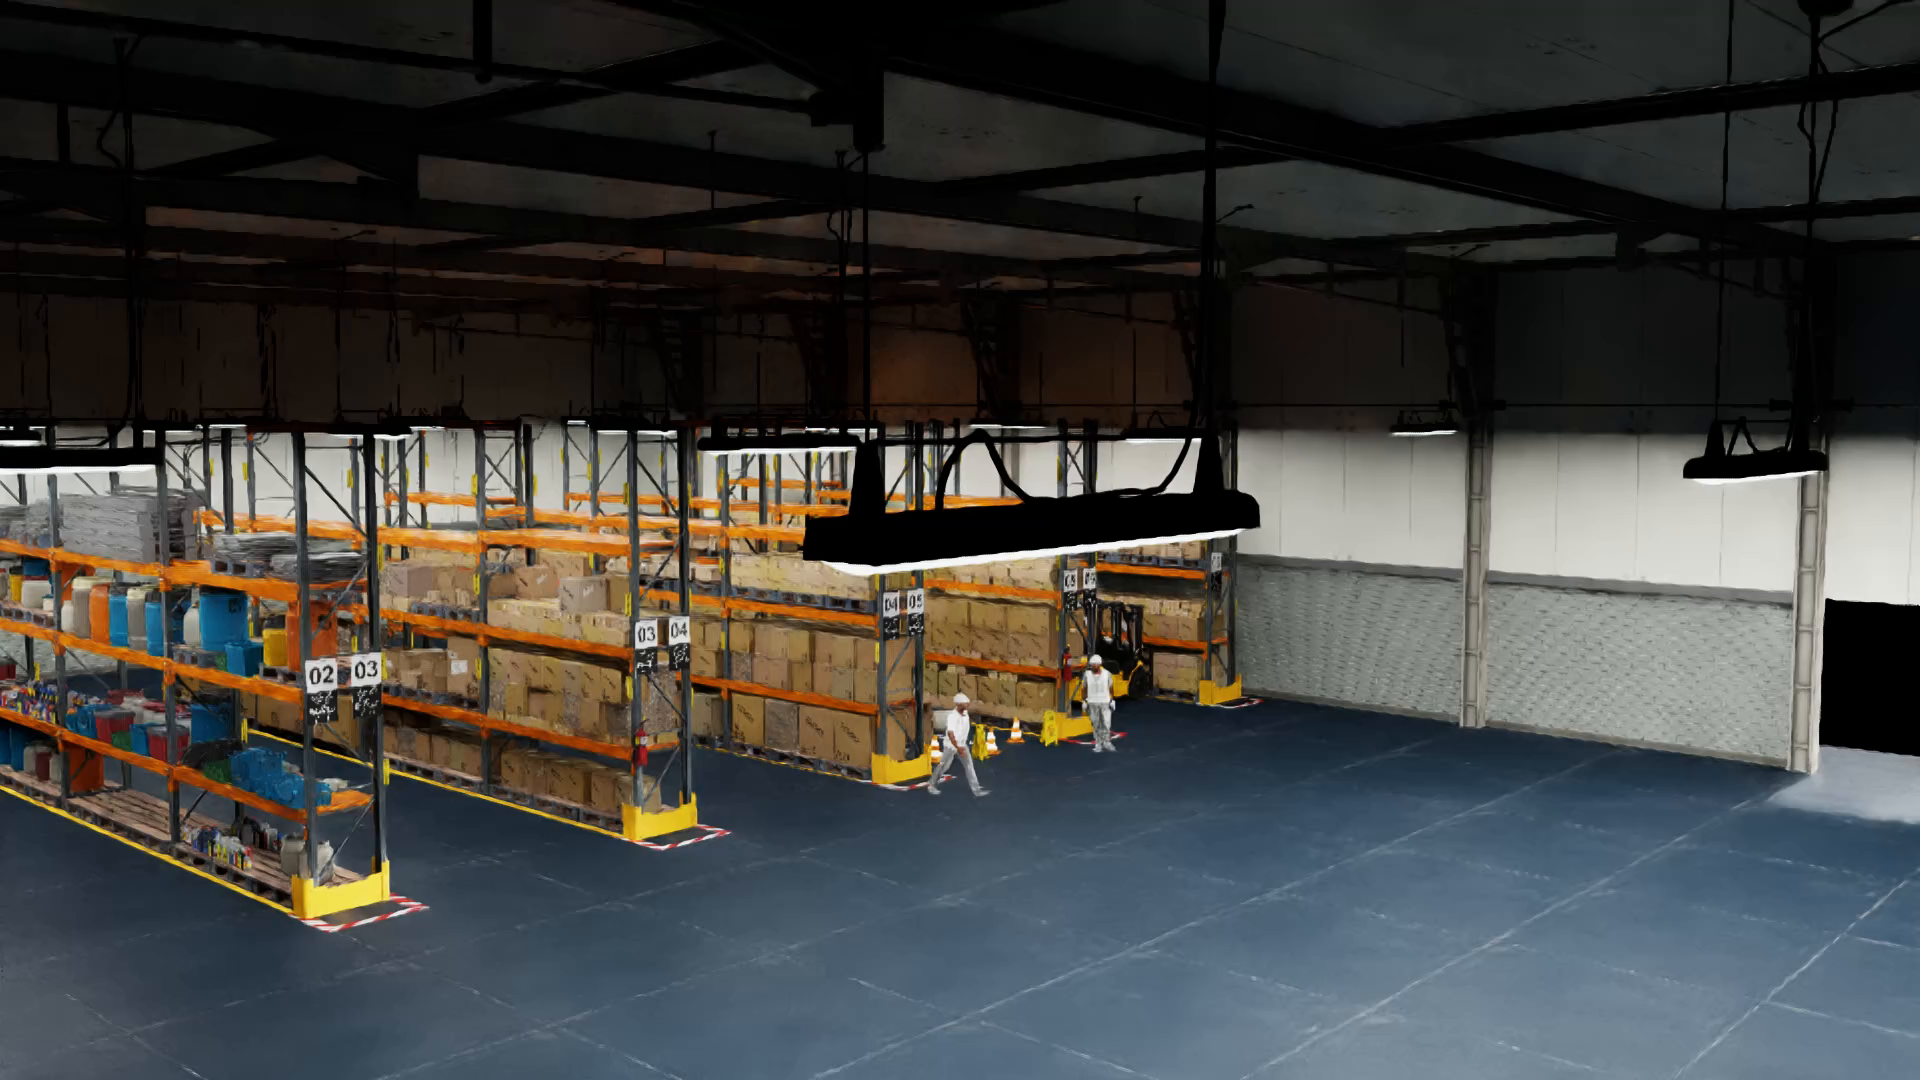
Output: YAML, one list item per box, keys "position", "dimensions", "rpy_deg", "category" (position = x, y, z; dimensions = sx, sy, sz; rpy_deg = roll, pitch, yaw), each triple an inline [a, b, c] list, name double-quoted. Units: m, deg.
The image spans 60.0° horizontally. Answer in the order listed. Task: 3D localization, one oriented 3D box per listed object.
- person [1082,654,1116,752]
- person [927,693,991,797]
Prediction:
- position: [2.532, 2.959, 30.242]
  dimensions: [0.637, 1.779, 0.389]
  rpy_deg: [1, 5, 9]
  category: "person"
- position: [-0.038, 3.290, 26.727]
  dimensions: [1.094, 1.690, 0.598]
  rpy_deg: [3, 6, 33]
  category: "person"
